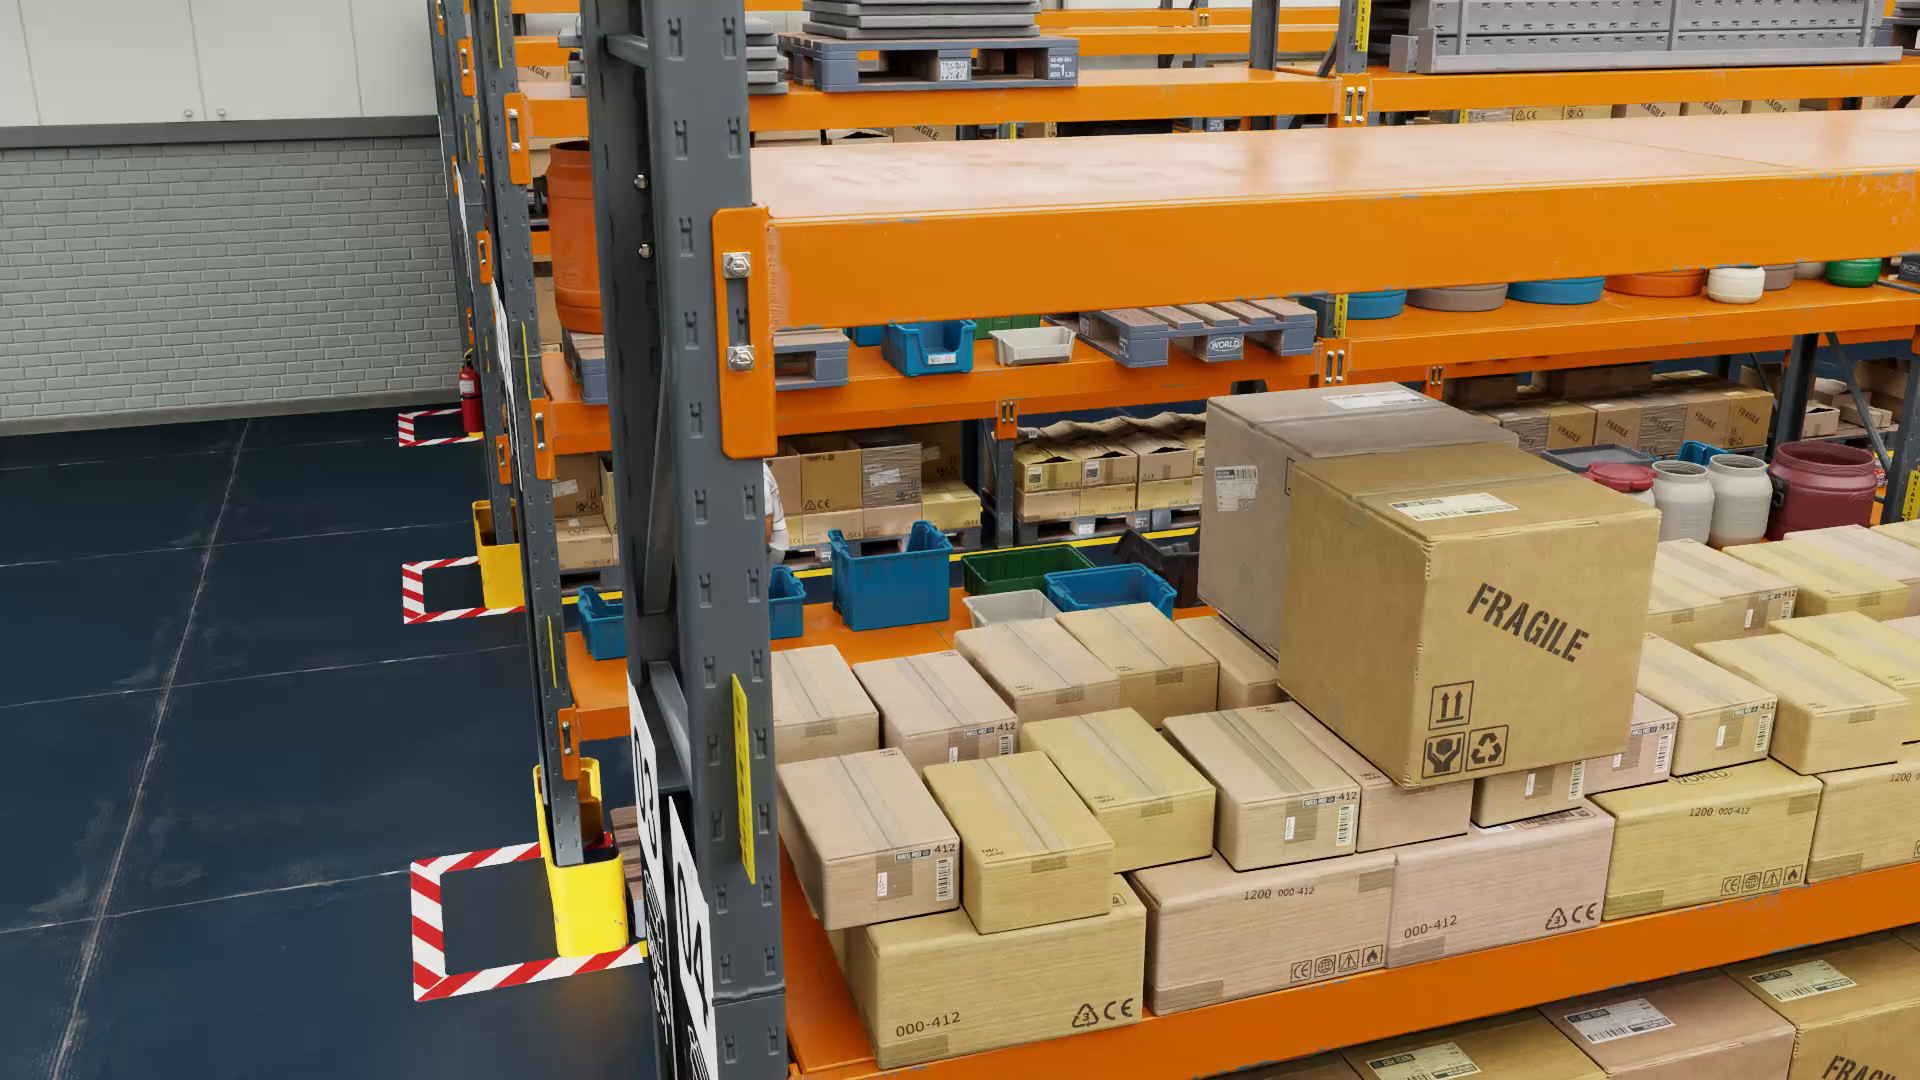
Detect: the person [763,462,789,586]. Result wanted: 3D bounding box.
[{"bbox_3d":[-1.423,0.053,11.408,0.468,1.665,0.537,-6,20,-18],"label":"person"}]
